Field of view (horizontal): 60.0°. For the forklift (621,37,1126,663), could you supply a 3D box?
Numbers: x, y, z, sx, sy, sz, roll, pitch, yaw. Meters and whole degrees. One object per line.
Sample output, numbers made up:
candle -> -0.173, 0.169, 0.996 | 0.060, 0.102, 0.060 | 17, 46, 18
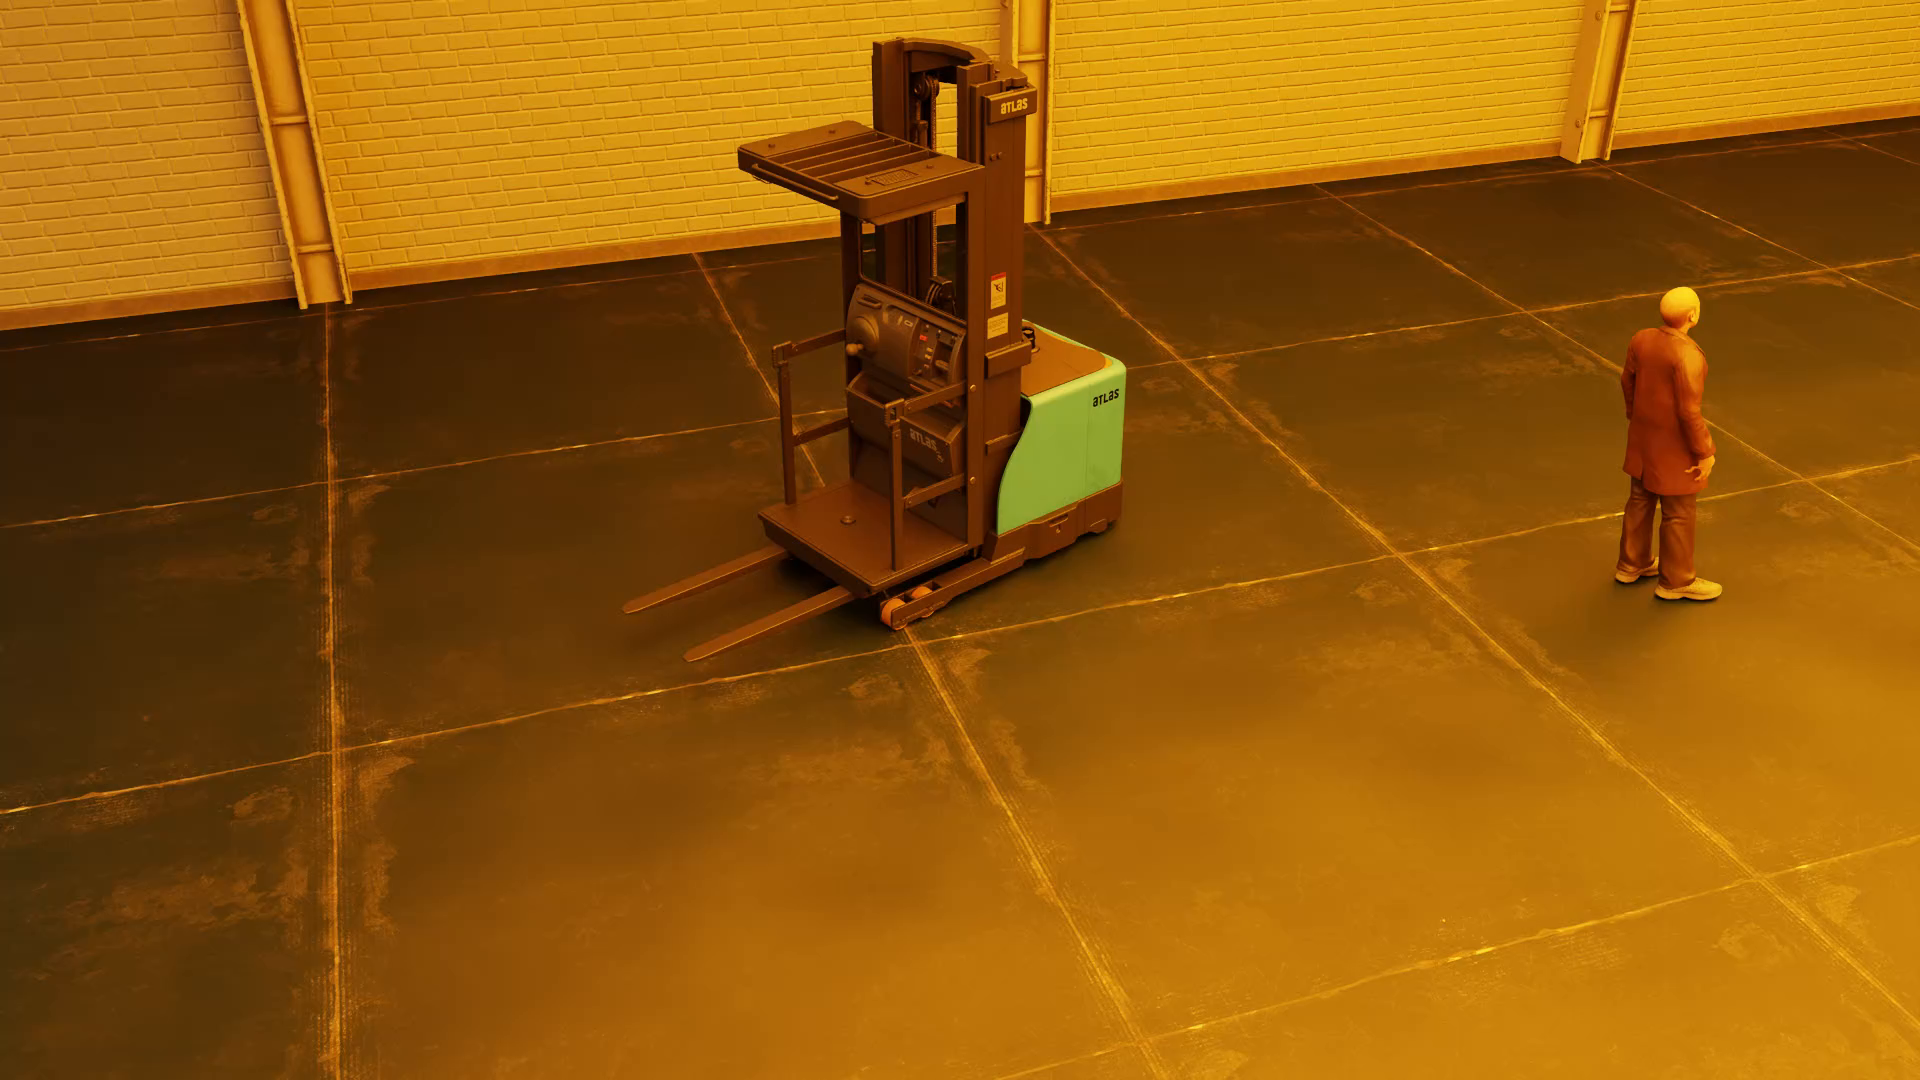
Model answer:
forklift -> -0.461, -1.072, 8.951 | 3.031, 2.935, 1.130 | -23, 37, -34

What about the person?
person -> 3.972, -0.555, 9.195 | 0.582, 1.775, 0.695 | -8, 31, -13
